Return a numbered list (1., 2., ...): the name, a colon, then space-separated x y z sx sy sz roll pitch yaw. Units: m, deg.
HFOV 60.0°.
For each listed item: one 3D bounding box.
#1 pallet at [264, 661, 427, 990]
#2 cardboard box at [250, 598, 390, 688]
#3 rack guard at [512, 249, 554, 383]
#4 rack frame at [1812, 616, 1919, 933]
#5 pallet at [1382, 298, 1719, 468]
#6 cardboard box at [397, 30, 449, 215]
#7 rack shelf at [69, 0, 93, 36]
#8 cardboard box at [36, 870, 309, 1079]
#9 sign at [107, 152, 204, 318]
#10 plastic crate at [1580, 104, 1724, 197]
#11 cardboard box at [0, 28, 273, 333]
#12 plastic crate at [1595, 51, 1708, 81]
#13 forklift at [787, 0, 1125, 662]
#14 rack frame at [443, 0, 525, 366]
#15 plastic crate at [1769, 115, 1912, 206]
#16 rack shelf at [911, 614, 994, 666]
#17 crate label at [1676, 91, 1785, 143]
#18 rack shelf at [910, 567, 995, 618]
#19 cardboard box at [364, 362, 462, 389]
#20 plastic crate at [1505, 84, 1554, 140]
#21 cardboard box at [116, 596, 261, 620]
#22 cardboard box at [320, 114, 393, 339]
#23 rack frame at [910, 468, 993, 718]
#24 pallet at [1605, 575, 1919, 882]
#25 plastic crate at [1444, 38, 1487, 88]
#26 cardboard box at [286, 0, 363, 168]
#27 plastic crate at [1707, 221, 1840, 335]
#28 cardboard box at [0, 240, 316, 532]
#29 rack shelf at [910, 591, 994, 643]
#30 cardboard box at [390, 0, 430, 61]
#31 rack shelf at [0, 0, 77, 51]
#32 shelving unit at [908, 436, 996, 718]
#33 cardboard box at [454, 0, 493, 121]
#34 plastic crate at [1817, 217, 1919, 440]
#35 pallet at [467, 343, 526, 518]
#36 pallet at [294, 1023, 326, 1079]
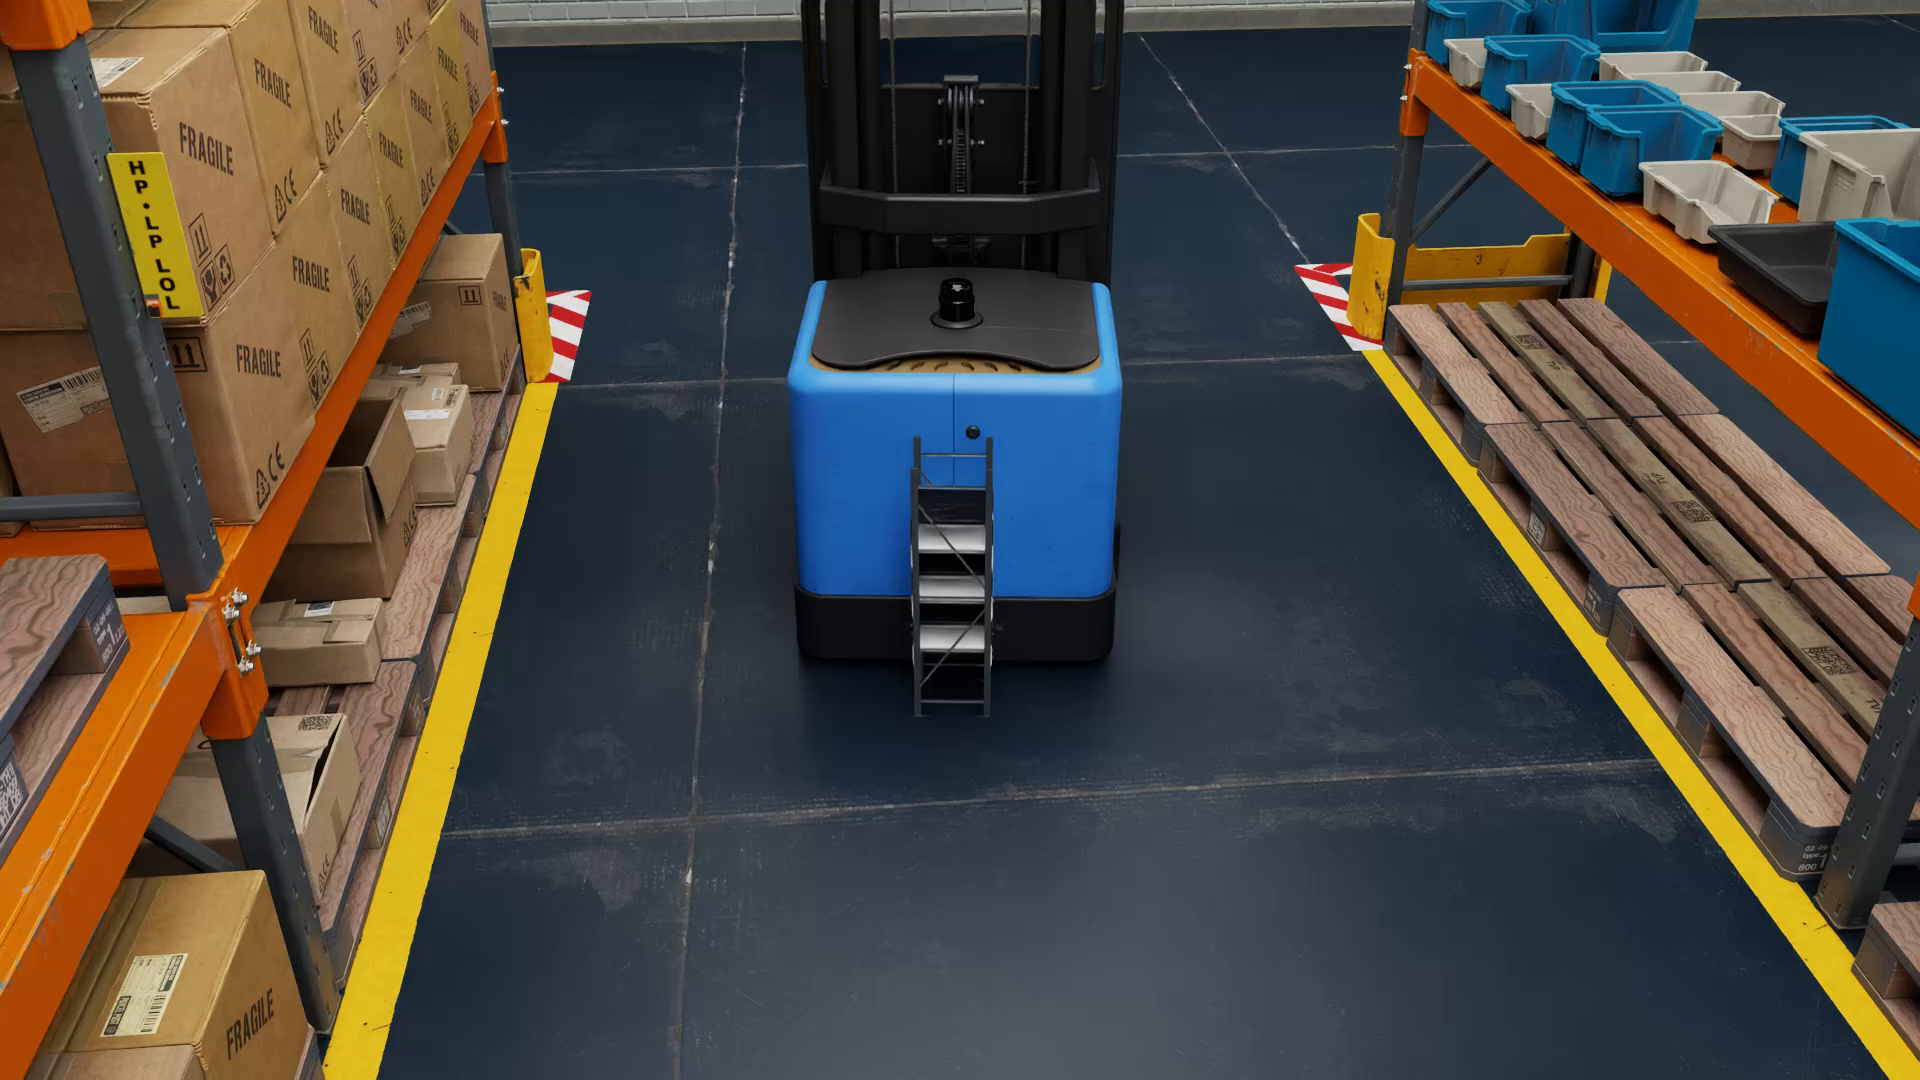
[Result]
1. pallet: -2.142 0.797 4.711 1.003 0.211 1.213 -3 31 -5
2. cardboard box: -1.994 0.312 5.137 0.380 0.166 0.250 -3 31 -5
3. rack guard: -2.446 -0.980 7.404 1.175 0.500 0.348 -3 31 -5
4. rack frame: 2.853 -0.285 3.803 1.000 3.000 0.127 -3 31 -5
5. pallet: 2.518 -0.708 7.229 1.003 0.211 1.213 -3 31 -5
6. cardboard box: -2.047 -1.400 5.571 0.500 0.500 0.500 -3 31 -4
7. rack shelf: -2.266 -2.050 4.533 1.077 0.370 4.000 -3 31 -5
8. cardboard box: -1.748 1.072 3.538 0.500 0.500 0.500 -3 31 -5
9. sign: -1.527 -0.576 3.159 0.100 0.325 0.005 -3 31 -5
10. plastic crate: 2.326 -1.314 5.630 0.416 0.233 0.300 -3 31 -5
11. cardboard box: -1.843 -0.776 3.552 0.500 0.500 0.500 -2 31 -3
12. plastic crate: 2.736 -1.833 6.591 0.396 0.136 0.243 -3 31 -5
13. forklift: 0.014 -1.579 6.035 1.130 2.935 3.031 1 31 1
14. rack frame: -2.453 -2.092 6.828 1.000 3.000 0.127 -3 31 -5
15. plastic crate: 2.926 -1.245 5.514 0.416 0.233 0.300 -3 31 -5
16. rack shelf: -0.022 0.310 5.270 0.258 0.077 0.200 1 31 1
17. crate label: 2.799 -1.543 6.106 0.396 0.136 0.243 -3 31 -5
18. rack shelf: -0.022 0.155 5.178 0.258 0.077 0.200 1 31 1
19. cardboard box: -2.208 -0.588 6.643 0.380 0.166 0.250 -3 31 -5
20. plastic crate: 2.186 -1.584 6.176 0.250 0.136 0.298 -3 31 -5
21. cardboard box: -2.485 0.255 5.091 0.500 0.311 0.500 -3 31 -5
22. cardboard box: -1.951 -0.883 4.706 0.500 0.500 0.500 -3 31 -5
23. rack frame: -0.024 0.179 5.073 0.240 0.900 0.006 1 31 1
24. pallet: 2.746 0.538 5.143 1.003 0.211 1.213 -3 31 -5
25. plastic crate: 2.122 -1.931 6.756 0.250 0.136 0.298 -3 31 -5
26. cardboard box: -1.939 -1.302 4.432 0.500 0.500 0.500 -4 31 -6
27. plastic crate: 2.481 -0.752 4.793 0.437 0.125 0.590 -3 31 -5
28. cardboard box: -1.855 -0.366 3.840 0.500 0.500 0.500 -2 31 -3
29. rack shelf: -0.022 0.232 5.224 0.258 0.077 0.200 1 31 1
30. cardboard box: -2.036 -1.828 5.313 0.500 0.500 0.500 -2 31 -3
31. rack shelf: -1.892 -0.008 1.114 1.077 0.370 4.000 -3 31 -5
32. shelving unit: -0.022 0.127 5.161 0.258 0.900 0.210 1 31 1
33. cardboard box: -2.140 -1.920 6.441 0.500 0.500 0.500 -2 31 -3
34. plastic crate: 2.470 -0.526 4.163 0.392 0.384 0.575 -3 31 -5
35. pallet: -2.370 -0.449 6.796 1.003 0.211 1.213 -3 31 -5
36. pallet: -1.965 1.561 3.431 1.003 0.211 1.213 -3 31 -5
